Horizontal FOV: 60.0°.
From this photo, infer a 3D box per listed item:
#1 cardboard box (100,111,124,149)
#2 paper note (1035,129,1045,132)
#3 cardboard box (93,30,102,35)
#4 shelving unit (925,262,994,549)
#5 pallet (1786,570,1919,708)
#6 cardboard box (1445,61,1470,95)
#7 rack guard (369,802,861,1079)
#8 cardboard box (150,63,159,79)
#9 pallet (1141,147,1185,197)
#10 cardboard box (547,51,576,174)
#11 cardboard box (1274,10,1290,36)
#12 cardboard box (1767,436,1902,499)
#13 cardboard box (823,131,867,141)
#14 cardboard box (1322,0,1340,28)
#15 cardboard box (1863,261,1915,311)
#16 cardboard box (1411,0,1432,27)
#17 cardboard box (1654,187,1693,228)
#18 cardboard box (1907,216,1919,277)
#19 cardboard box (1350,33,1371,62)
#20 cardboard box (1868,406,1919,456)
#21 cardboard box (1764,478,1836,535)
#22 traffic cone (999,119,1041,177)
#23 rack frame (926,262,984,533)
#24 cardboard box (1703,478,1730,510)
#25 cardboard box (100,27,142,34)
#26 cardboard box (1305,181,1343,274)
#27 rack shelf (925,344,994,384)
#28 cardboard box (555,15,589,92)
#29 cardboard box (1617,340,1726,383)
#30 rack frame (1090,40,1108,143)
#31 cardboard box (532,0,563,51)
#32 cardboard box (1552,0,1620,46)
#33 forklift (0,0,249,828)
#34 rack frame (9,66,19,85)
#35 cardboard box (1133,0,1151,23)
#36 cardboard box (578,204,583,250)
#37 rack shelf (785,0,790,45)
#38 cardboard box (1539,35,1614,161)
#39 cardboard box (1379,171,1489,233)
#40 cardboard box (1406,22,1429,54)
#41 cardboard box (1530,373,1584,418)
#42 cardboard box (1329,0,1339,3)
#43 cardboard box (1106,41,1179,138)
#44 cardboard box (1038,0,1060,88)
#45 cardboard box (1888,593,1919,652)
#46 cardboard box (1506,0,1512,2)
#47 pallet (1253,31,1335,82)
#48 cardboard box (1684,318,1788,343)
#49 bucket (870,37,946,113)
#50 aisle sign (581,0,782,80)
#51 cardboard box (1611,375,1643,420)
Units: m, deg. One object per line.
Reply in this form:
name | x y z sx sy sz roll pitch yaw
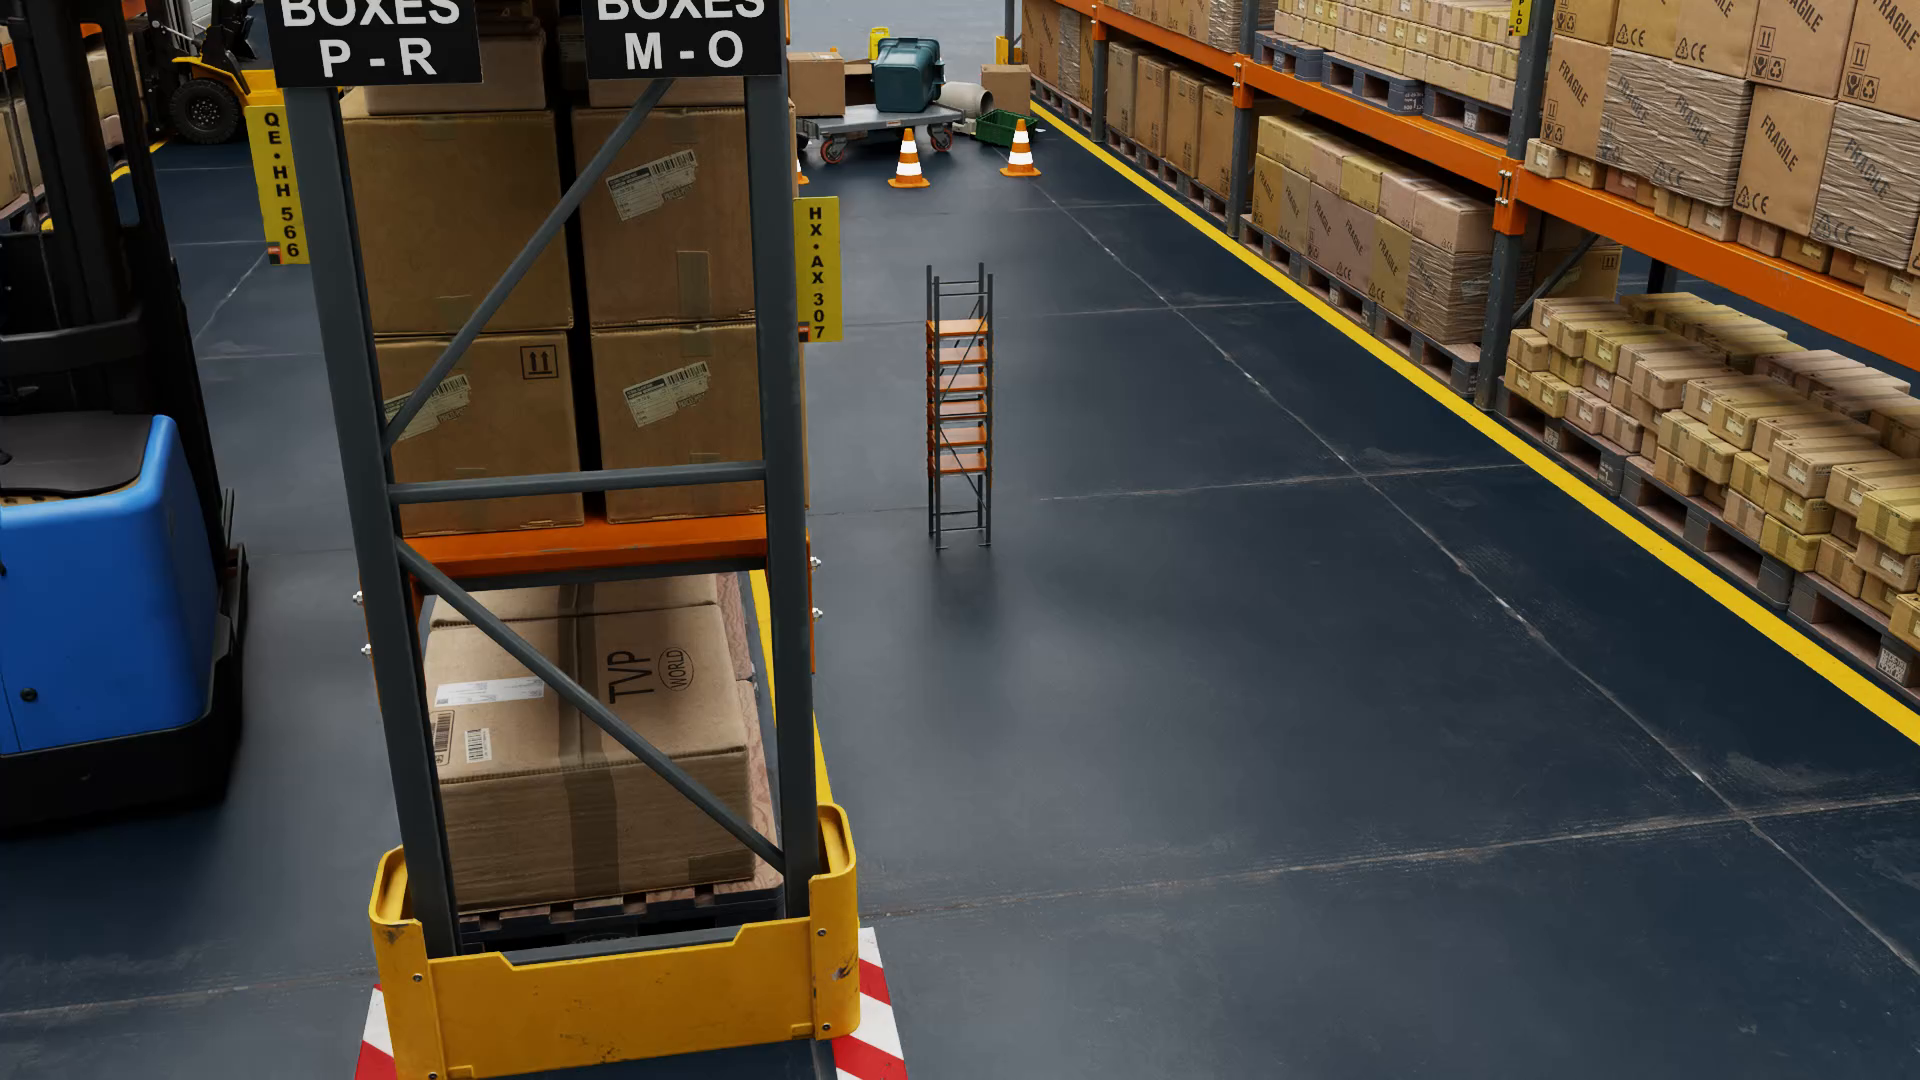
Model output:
cardboard box | -7.721 -3.624 14.710 0.500 0.250 0.500 -4 24 -9
paper note | 0.752 -4.089 16.572 0.142 0.020 0.147 18 29 36
cardboard box | -8.616 -4.844 16.254 0.500 0.250 0.500 -4 24 -10
shelving unit | -0.003 -0.556 7.023 0.258 1.200 0.189 -4 24 -10
pallet | 3.856 0.394 6.083 1.003 0.211 1.213 -4 24 -10
cardboard box | 2.885 -2.524 9.070 0.380 0.149 0.250 -4 24 -10
rack guard | -0.856 1.030 4.268 1.175 0.500 0.348 -4 24 -10
cardboard box | -8.012 -4.446 15.969 0.500 0.250 0.500 -4 24 -10
pallet | 2.212 -3.195 14.301 1.003 0.211 1.213 -4 24 -10
cardboard box | -1.398 -1.200 4.875 0.500 0.500 0.500 -4 24 -10
cardboard box | 2.390 -3.565 11.453 0.380 0.149 0.250 -5 24 -10
cardboard box | 3.385 -0.283 6.444 0.380 0.149 0.250 -3 24 -8
cardboard box | -1.121 -4.072 16.241 0.396 0.266 0.258 18 29 36
cardboard box | 2.550 -3.376 10.650 0.380 0.149 0.250 -4 24 -10
cardboard box | 3.487 -0.926 5.937 0.380 0.149 0.250 -5 24 -12
cardboard box | 2.792 -3.006 9.430 0.380 0.149 0.250 -5 24 -11
cardboard box | 3.225 -1.446 7.126 0.380 0.149 0.250 -4 24 -9
cardboard box | 3.559 -1.074 5.465 0.500 0.500 0.500 -5 24 -11
cardboard box | 2.637 -3.043 10.259 0.380 0.149 0.250 -4 24 -9
cardboard box | 3.959 -0.437 6.798 0.380 0.149 0.250 -4 24 -9
cardboard box | 3.401 -0.147 6.505 0.380 0.149 0.250 -4 24 -9
traffic cone | 0.530 -3.450 14.570 0.336 0.463 0.334 -4 24 -10
rack frame | -0.020 -0.592 7.105 0.240 1.200 0.006 -4 24 -10
cardboard box | 3.401 -0.219 7.040 0.380 0.149 0.250 -4 24 -8
cardboard box | -8.102 -4.884 16.347 0.500 0.250 0.500 -4 24 -9
cardboard box | 2.582 -2.029 10.746 0.500 0.500 0.500 -5 24 -11
rack shelf | -0.003 -0.735 6.945 0.258 0.103 0.180 -4 24 -10
cardboard box | -0.773 -1.185 4.030 0.380 0.149 0.250 -4 24 -8
cardboard box | 3.264 -0.803 7.635 0.380 0.149 0.250 -5 24 -11
rack frame | 1.766 -5.251 15.526 1.000 3.000 0.127 -4 24 -10
cardboard box | -1.310 -1.457 4.653 0.380 0.149 0.250 -5 24 -10
cardboard box | 3.089 -2.550 7.594 0.500 0.500 0.500 -4 24 -8
forklift | -3.346 -0.982 5.837 1.130 2.935 3.031 -8 25 -18
rack frame | -7.957 -4.477 13.752 1.000 3.000 0.127 -4 24 -10
cardboard box | 1.783 -4.675 14.082 0.500 0.500 0.500 -4 24 -10
cardboard box | -1.393 -0.741 5.075 0.500 0.500 0.500 -4 24 -8
rack shelf | -1.231 -1.957 5.134 1.077 0.370 4.000 -4 24 -10
cardboard box | 3.089 -2.073 7.753 0.500 0.500 0.500 -5 24 -11
cardboard box | 2.777 -1.973 9.681 0.500 0.250 0.500 -3 24 -7
cardboard box | 2.783 -2.871 9.494 0.380 0.149 0.250 -6 24 -12
cardboard box | 3.046 -0.719 8.186 0.380 0.149 0.250 -4 24 -8
cardboard box | 2.543 -3.525 10.620 0.380 0.149 0.250 -5 24 -12
cardboard box | 1.969 -4.175 15.349 1.050 0.750 0.750 -4 24 -10
cardboard box | 1.382 -5.436 18.078 0.875 0.875 0.875 -5 24 -11
cardboard box | 3.536 0.297 5.859 0.380 0.149 0.250 -4 24 -8
cardboard box | 3.385 -3.152 9.766 0.380 0.149 0.250 -3 24 -8
pallet | 2.742 -3.318 11.338 1.213 0.211 1.003 -4 24 -10
cardboard box | 3.706 -0.948 7.966 0.380 0.149 0.250 -5 24 -10
bucket | -0.525 -4.331 15.609 0.726 0.611 0.620 4 34 9
aisle sign | -0.563 -1.310 3.253 0.394 0.787 0.004 -4 24 -10
cardboard box | 3.261 -0.668 7.698 0.380 0.149 0.250 -6 24 -12
